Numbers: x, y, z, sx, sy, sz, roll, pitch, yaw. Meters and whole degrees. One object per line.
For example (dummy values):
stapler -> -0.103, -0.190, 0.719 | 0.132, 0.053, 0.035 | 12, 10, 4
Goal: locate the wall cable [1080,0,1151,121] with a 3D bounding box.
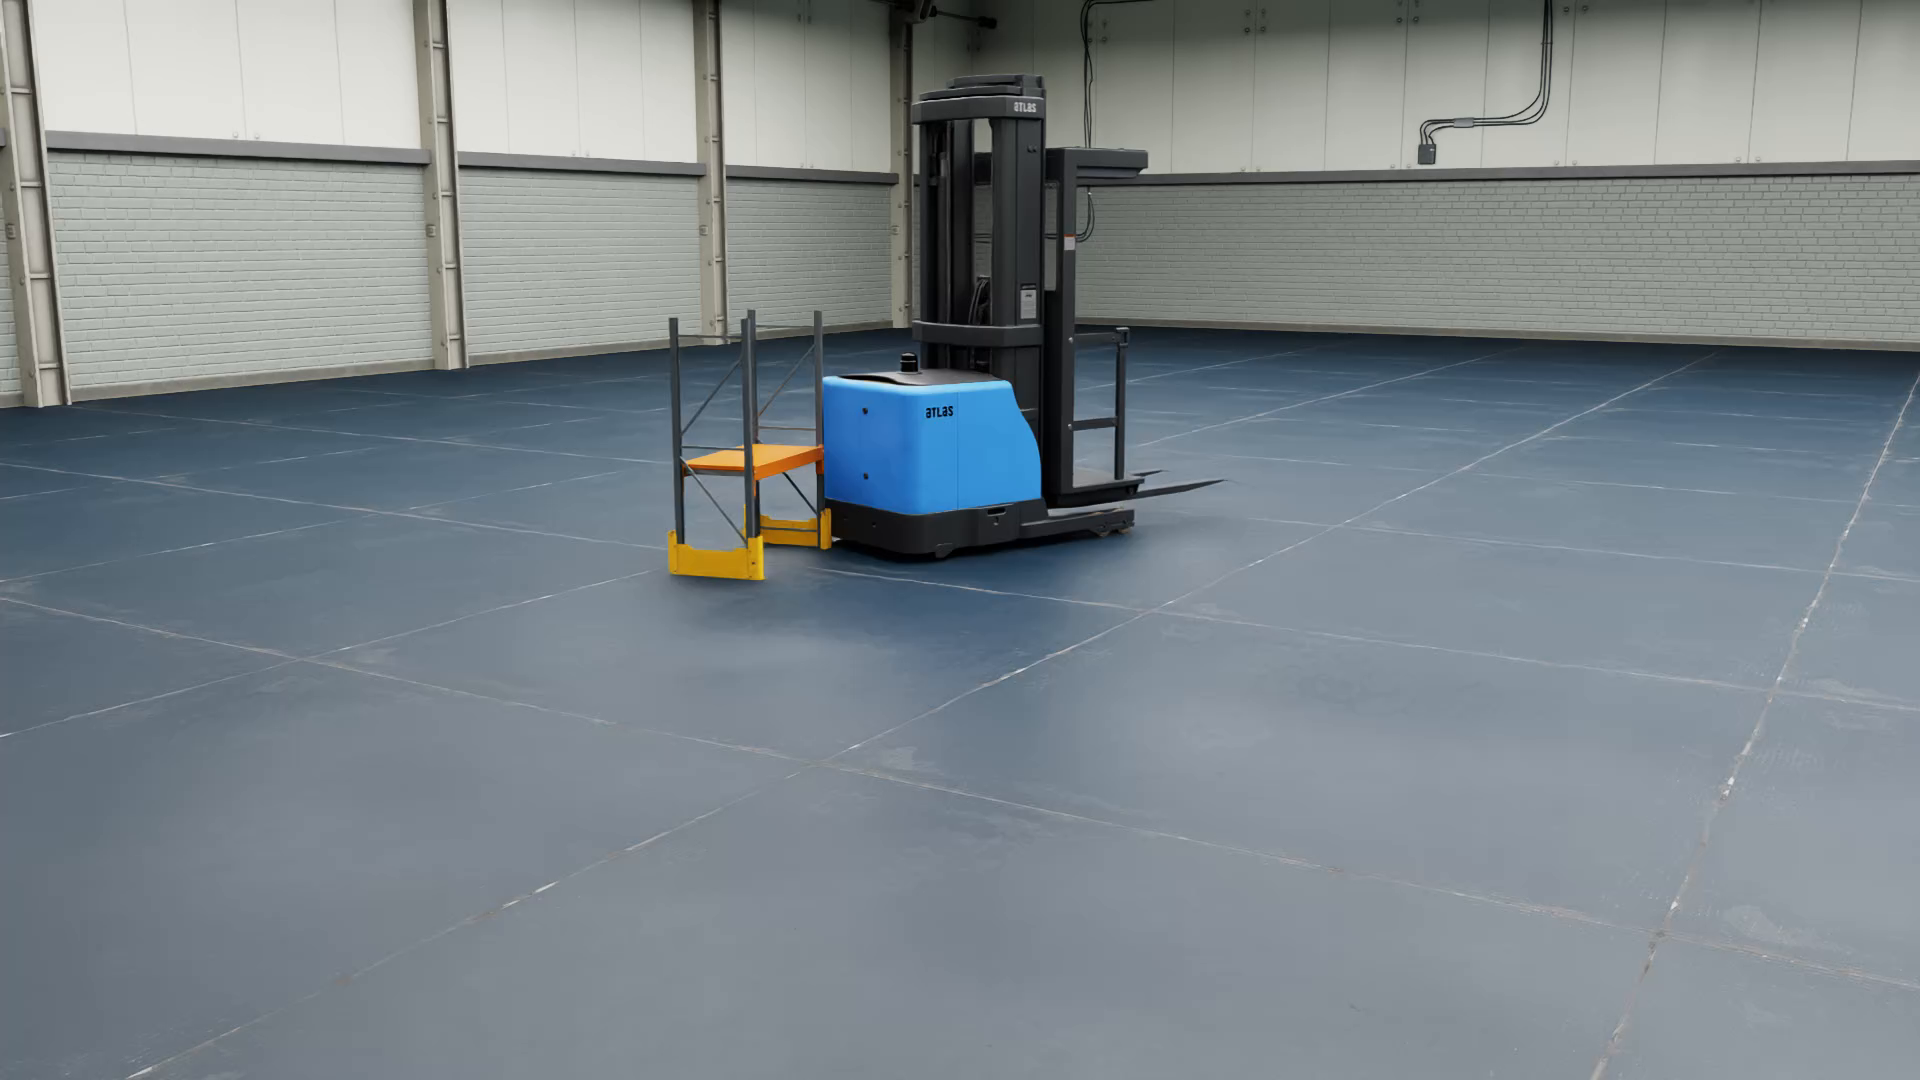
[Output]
wall cable -> 3.797, -9.844, 33.710 | 3.097, 2.526, 0.112 | 6, 12, 31

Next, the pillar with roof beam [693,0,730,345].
pillar with roof beam -> -0.611, -7.454, 26.232 | 9.100, 9.000, 0.400 | 6, 12, 31

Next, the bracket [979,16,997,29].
bracket -> 0.574, -10.983, 35.297 | 0.235, 0.232, 0.430 | 6, 12, 31

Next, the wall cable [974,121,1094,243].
wall cable -> 1.485, -7.620, 35.555 | 3.097, 2.526, 0.112 | 6, 12, 31

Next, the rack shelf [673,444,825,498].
rack shelf -> -1.263, -0.437, 10.106 | 0.538, 0.185, 1.000 | 4, 11, 19

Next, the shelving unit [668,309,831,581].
shelving unit -> -1.266, -0.612, 10.064 | 0.587, 1.500, 1.083 | 4, 11, 19

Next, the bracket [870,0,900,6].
bracket -> -2.425, -10.074, 30.444 | 0.076, 0.066, 4.783 | 6, 12, 31

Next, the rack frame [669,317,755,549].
rack frame -> -1.428, -0.526, 9.600 | 0.500, 1.500, 0.032 | 4, 11, 19

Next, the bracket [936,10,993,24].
bracket -> 0.268, -10.890, 34.801 | 0.076, 0.066, 3.189 | 6, 12, 31

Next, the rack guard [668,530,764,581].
rack guard -> -1.427, 0.089, 9.716 | 0.587, 0.250, 0.087 | 4, 11, 19

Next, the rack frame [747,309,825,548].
rack frame -> -1.099, -0.703, 10.546 | 0.500, 1.500, 0.032 | 4, 11, 19

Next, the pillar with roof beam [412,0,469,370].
pillar with roof beam -> -3.726, -6.511, 21.192 | 9.100, 9.000, 0.400 | 6, 12, 31

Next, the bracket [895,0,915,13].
bracket -> -1.087, -10.479, 32.609 | 0.235, 0.232, 0.430 | 6, 12, 31

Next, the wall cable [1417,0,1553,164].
wall cable -> 9.590, -9.909, 30.099 | 2.305, 6.003, 0.169 | 6, 12, 31

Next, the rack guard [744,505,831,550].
rack guard -> -1.105, -0.085, 10.643 | 0.587, 0.250, 0.087 | 4, 11, 19

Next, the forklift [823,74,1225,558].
forklift -> 0.538, -1.529, 11.071 | 3.031, 2.935, 1.130 | -9, 14, -39

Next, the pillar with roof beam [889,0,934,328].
pillar with roof beam -> 2.504, -8.398, 31.273 | 9.100, 9.000, 0.548 | 6, 12, 31

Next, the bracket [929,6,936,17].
bracket -> -0.656, -10.610, 33.306 | 0.235, 0.232, 0.430 | 6, 12, 31

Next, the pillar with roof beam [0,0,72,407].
pillar with roof beam -> -6.841, -5.567, 16.152 | 9.100, 9.000, 0.400 | 6, 12, 31
